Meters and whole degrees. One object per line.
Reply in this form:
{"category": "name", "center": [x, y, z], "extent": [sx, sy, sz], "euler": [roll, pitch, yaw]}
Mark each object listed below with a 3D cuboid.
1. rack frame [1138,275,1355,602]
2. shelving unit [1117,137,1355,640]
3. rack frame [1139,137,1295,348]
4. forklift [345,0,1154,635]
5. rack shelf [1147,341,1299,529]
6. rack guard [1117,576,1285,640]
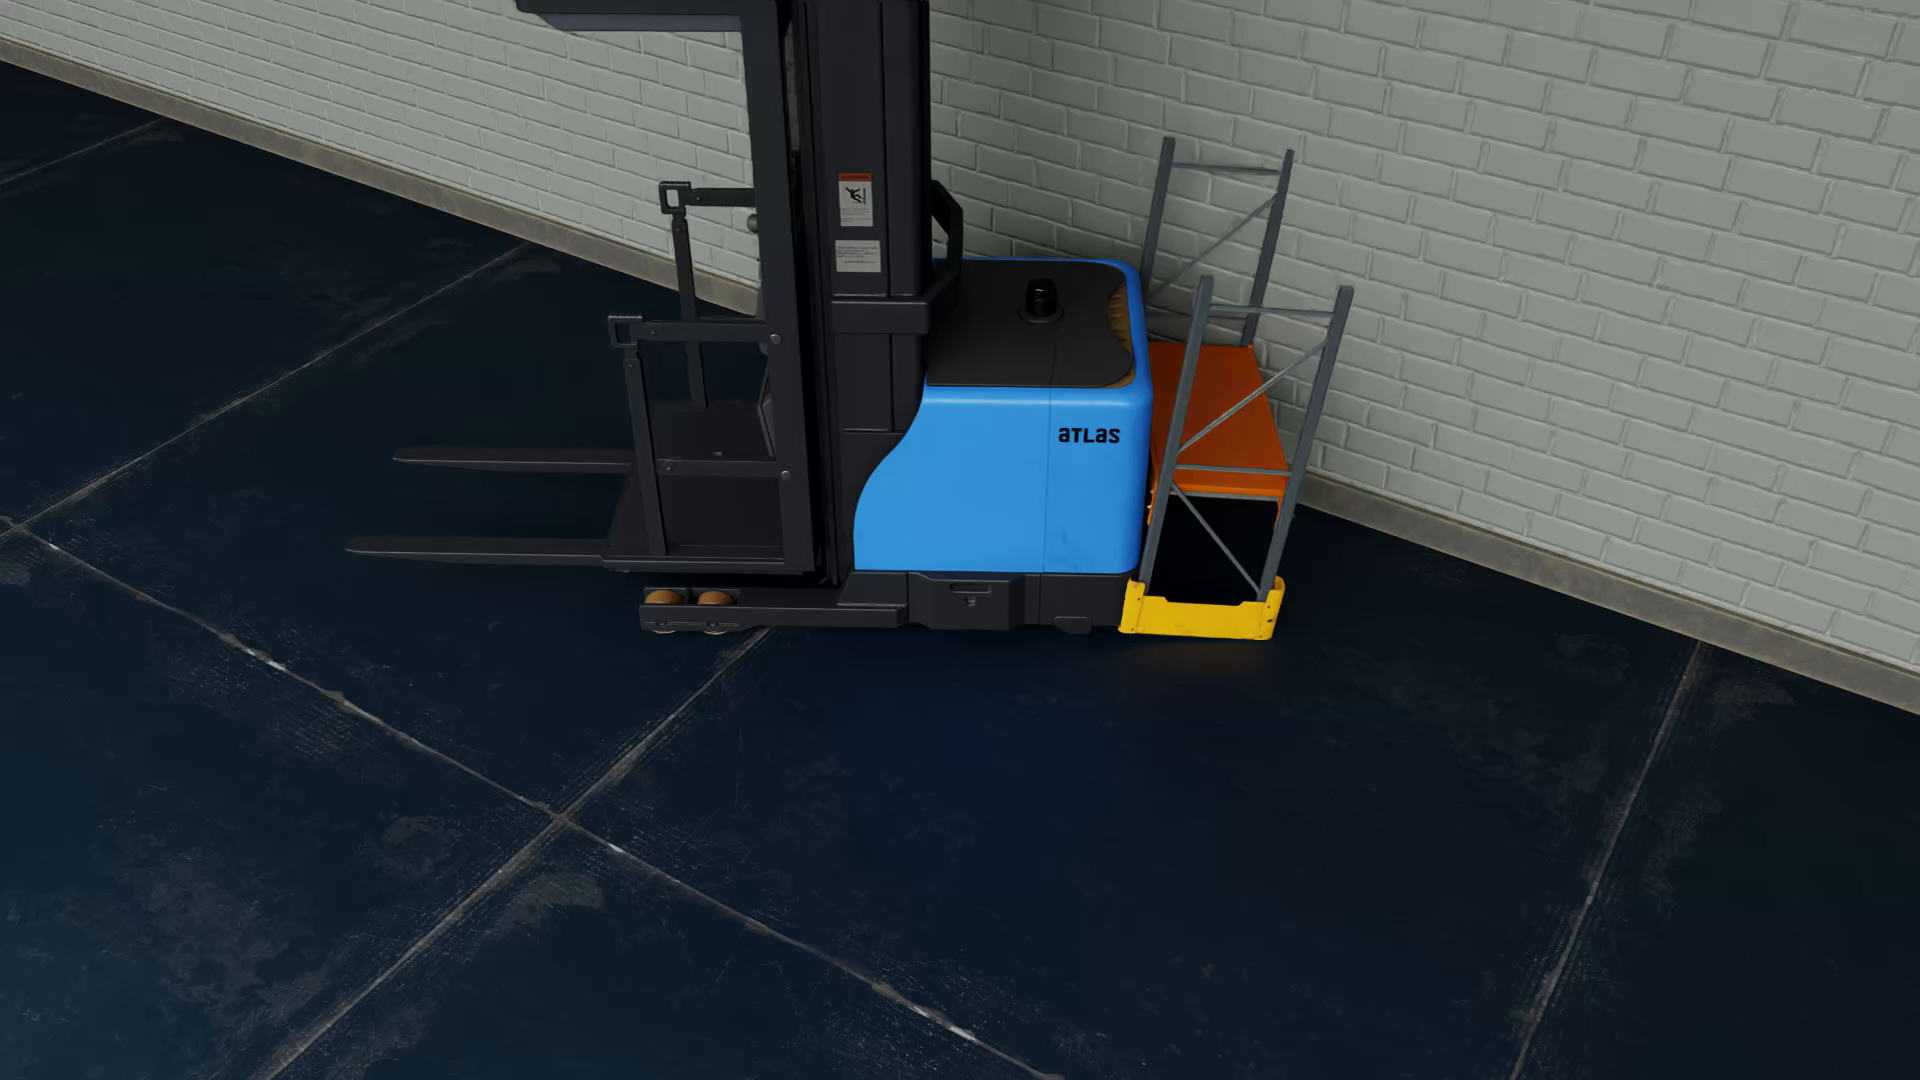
{"category": "rack frame", "center": [0.953, -0.244, 5.815], "extent": [0.500, 1.500, 0.032], "euler": [3, 39, -4]}
{"category": "shelving unit", "center": [0.943, -0.557, 6.203], "extent": [0.587, 1.500, 1.083], "euler": [3, 39, -4]}
{"category": "rack frame", "center": [0.932, -0.881, 6.606], "extent": [0.500, 1.500, 0.032], "euler": [3, 39, -4]}
{"category": "forklift", "center": [-0.824, -1.126, 5.809], "extent": [3.031, 2.935, 1.130], "euler": [1, 38, 1]}
{"category": "rack shelf", "center": [0.926, -0.423, 6.323], "extent": [0.538, 0.185, 1.000], "euler": [3, 39, -4]}
{"category": "rack guard", "center": [0.896, 0.241, 6.205], "extent": [0.587, 0.250, 0.087], "euler": [3, 39, -4]}
